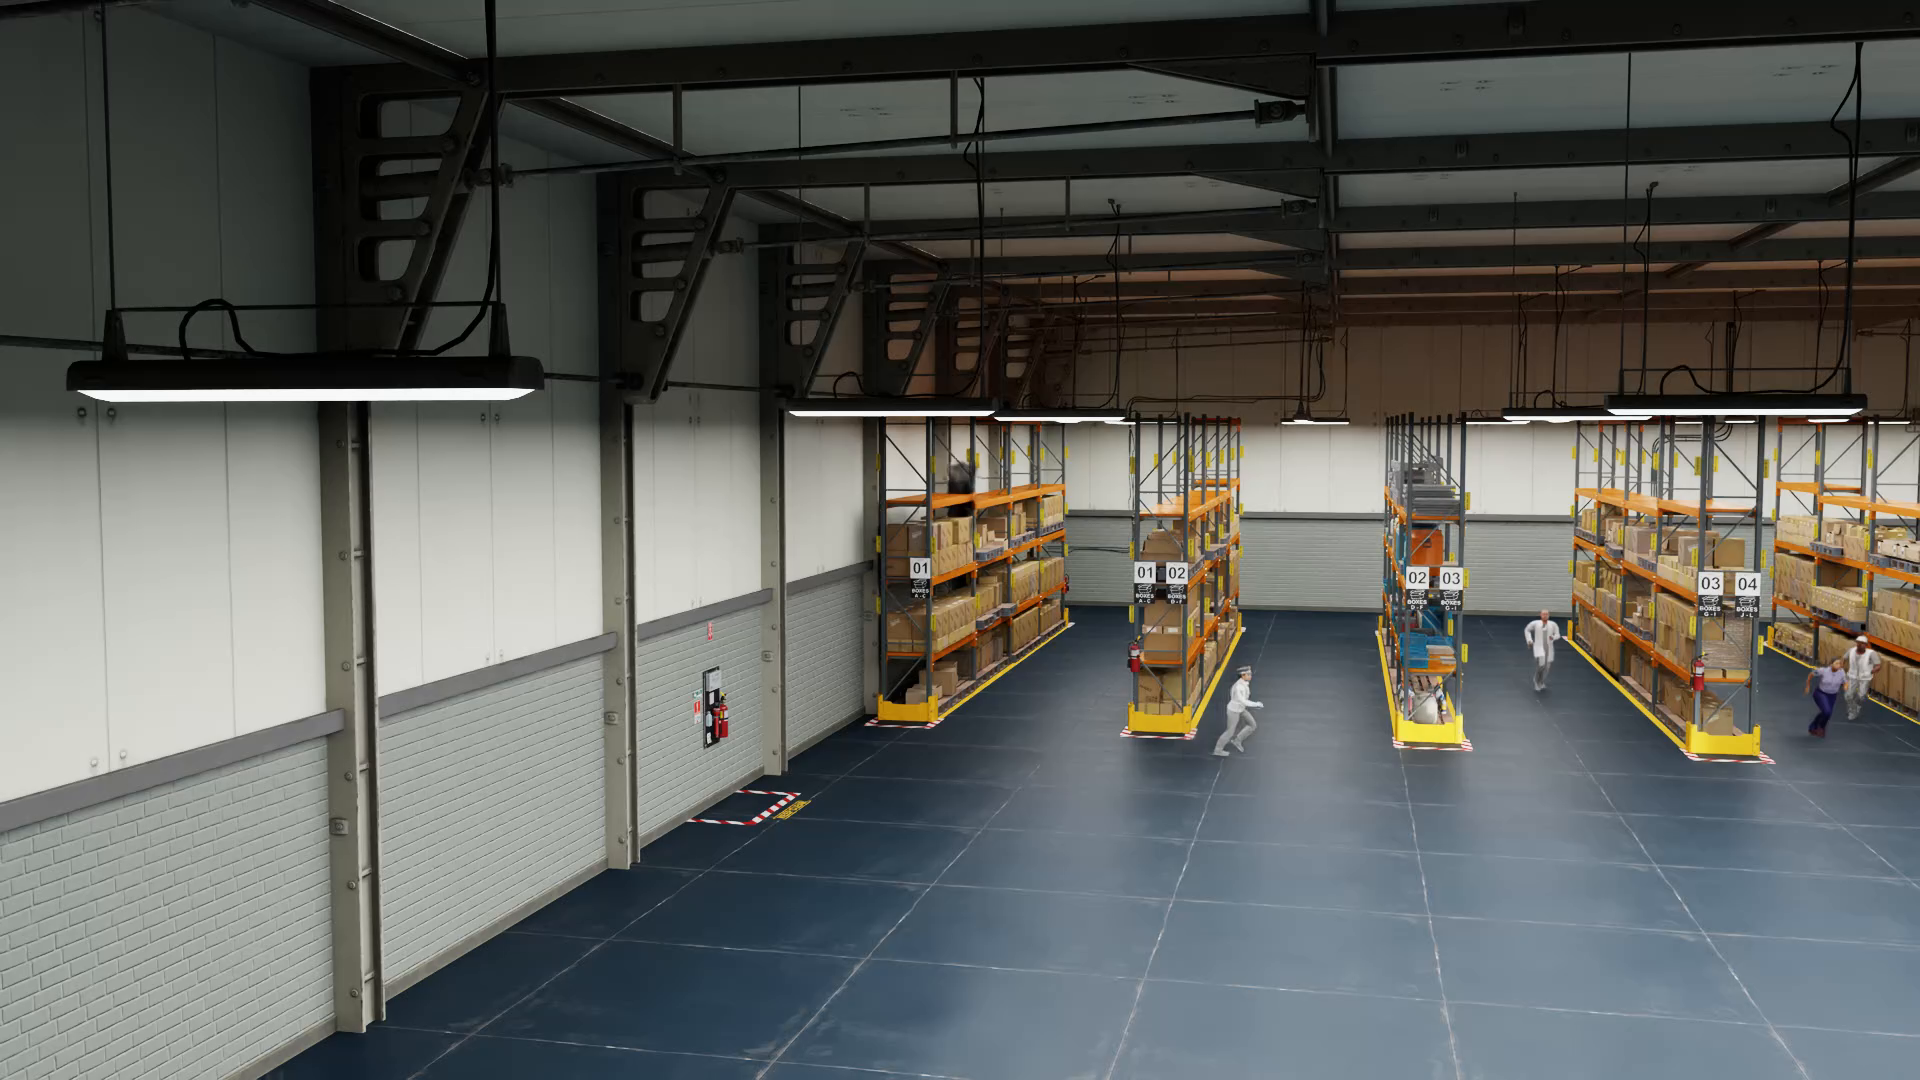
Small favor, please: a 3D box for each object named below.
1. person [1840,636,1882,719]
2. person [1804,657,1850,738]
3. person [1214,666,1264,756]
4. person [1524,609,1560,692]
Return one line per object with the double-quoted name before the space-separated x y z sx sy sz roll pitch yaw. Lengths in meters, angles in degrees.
"person" 17.607 2.697 32.573 0.759 1.683 0.546 3 5 39
"person" 15.943 2.883 30.576 0.611 1.503 0.953 0 4 -7
"person" 4.843 2.964 28.811 0.892 1.592 0.613 2 4 25
"person" 12.667 2.400 36.076 0.659 1.791 0.766 0 4 1
